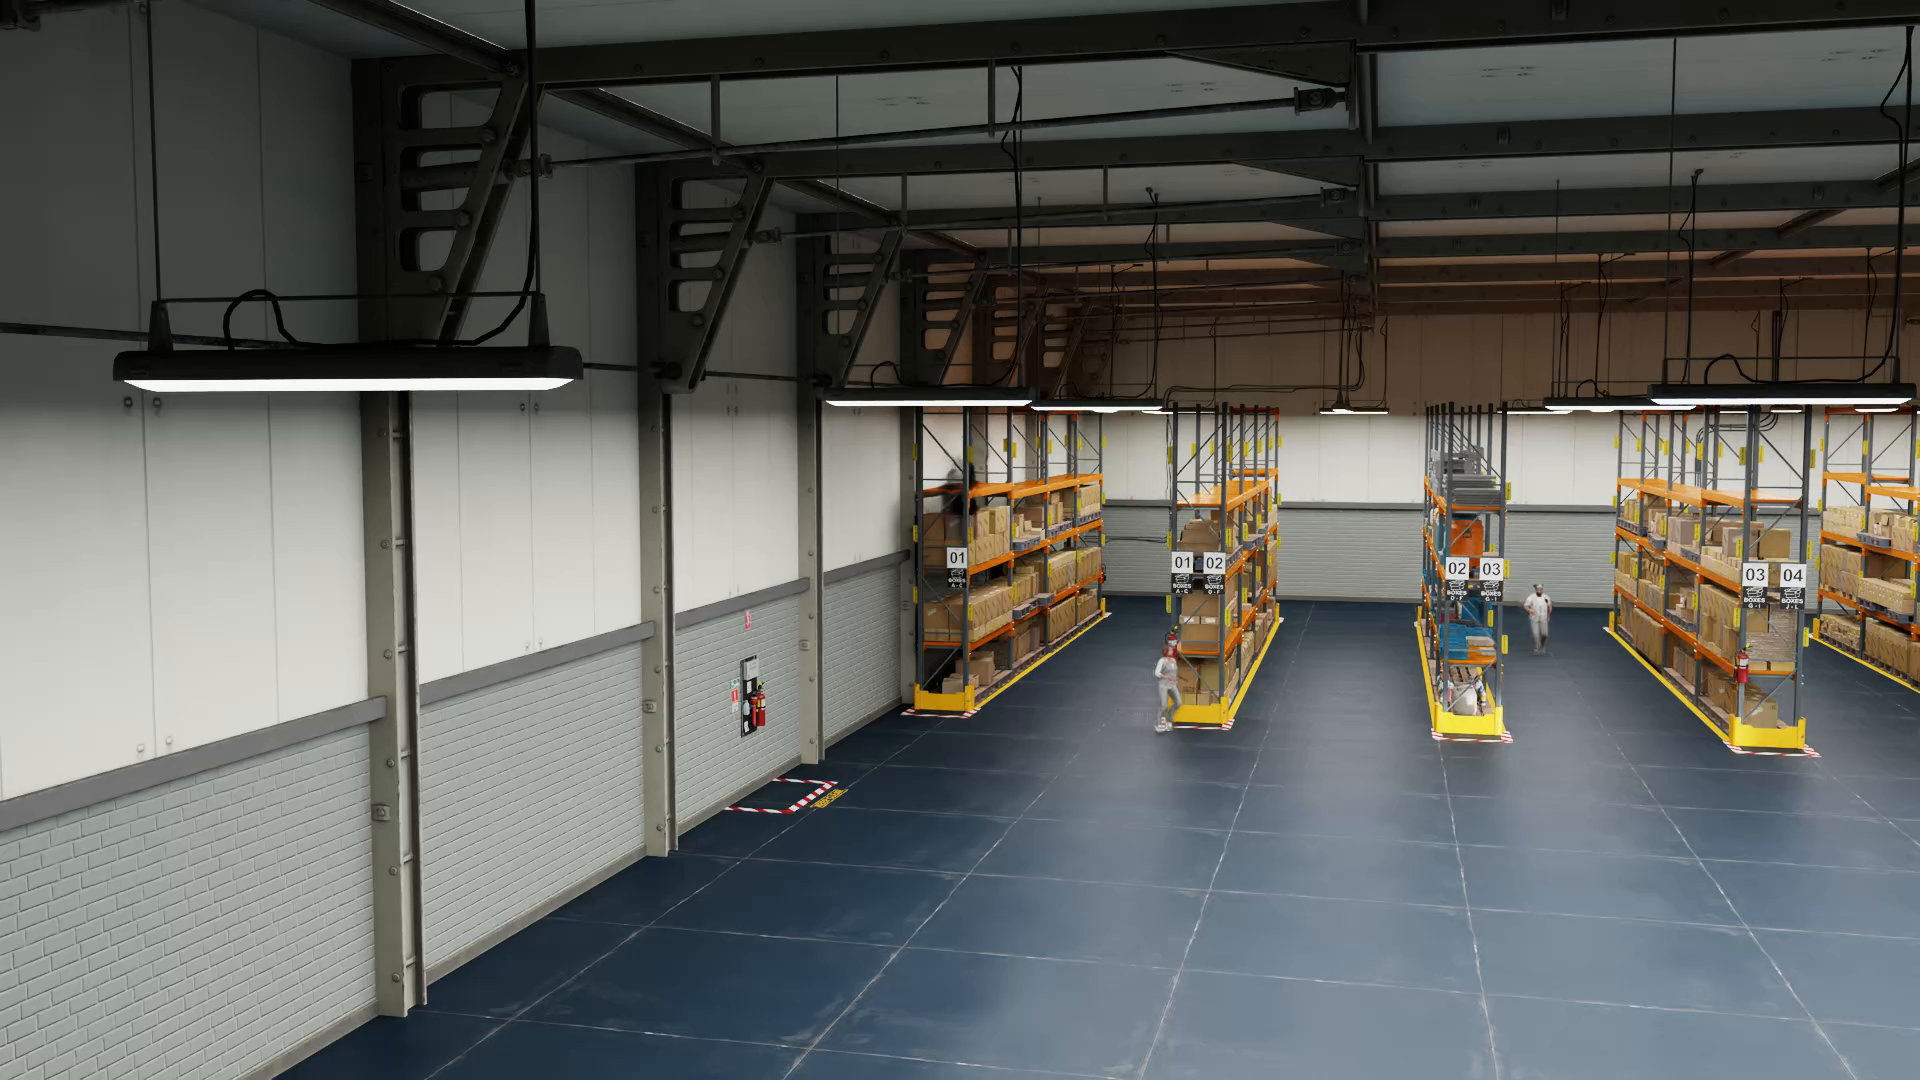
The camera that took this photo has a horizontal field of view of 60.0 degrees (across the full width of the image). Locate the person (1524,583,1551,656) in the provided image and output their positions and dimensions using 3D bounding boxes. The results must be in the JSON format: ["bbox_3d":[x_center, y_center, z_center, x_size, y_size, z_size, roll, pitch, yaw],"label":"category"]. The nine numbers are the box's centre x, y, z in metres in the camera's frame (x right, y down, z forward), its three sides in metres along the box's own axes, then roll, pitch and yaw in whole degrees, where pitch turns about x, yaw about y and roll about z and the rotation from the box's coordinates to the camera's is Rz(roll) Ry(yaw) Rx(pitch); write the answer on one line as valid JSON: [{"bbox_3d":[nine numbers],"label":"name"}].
[{"bbox_3d":[13.862,1.909,39.866,0.647,1.768,0.623,1,4,9],"label":"person"}]

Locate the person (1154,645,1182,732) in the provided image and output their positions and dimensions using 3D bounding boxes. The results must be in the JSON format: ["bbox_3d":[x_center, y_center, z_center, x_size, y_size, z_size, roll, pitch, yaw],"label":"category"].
[{"bbox_3d":[3.797,2.695,30.219,0.549,1.577,0.542,-3,5,-32],"label":"person"}]
